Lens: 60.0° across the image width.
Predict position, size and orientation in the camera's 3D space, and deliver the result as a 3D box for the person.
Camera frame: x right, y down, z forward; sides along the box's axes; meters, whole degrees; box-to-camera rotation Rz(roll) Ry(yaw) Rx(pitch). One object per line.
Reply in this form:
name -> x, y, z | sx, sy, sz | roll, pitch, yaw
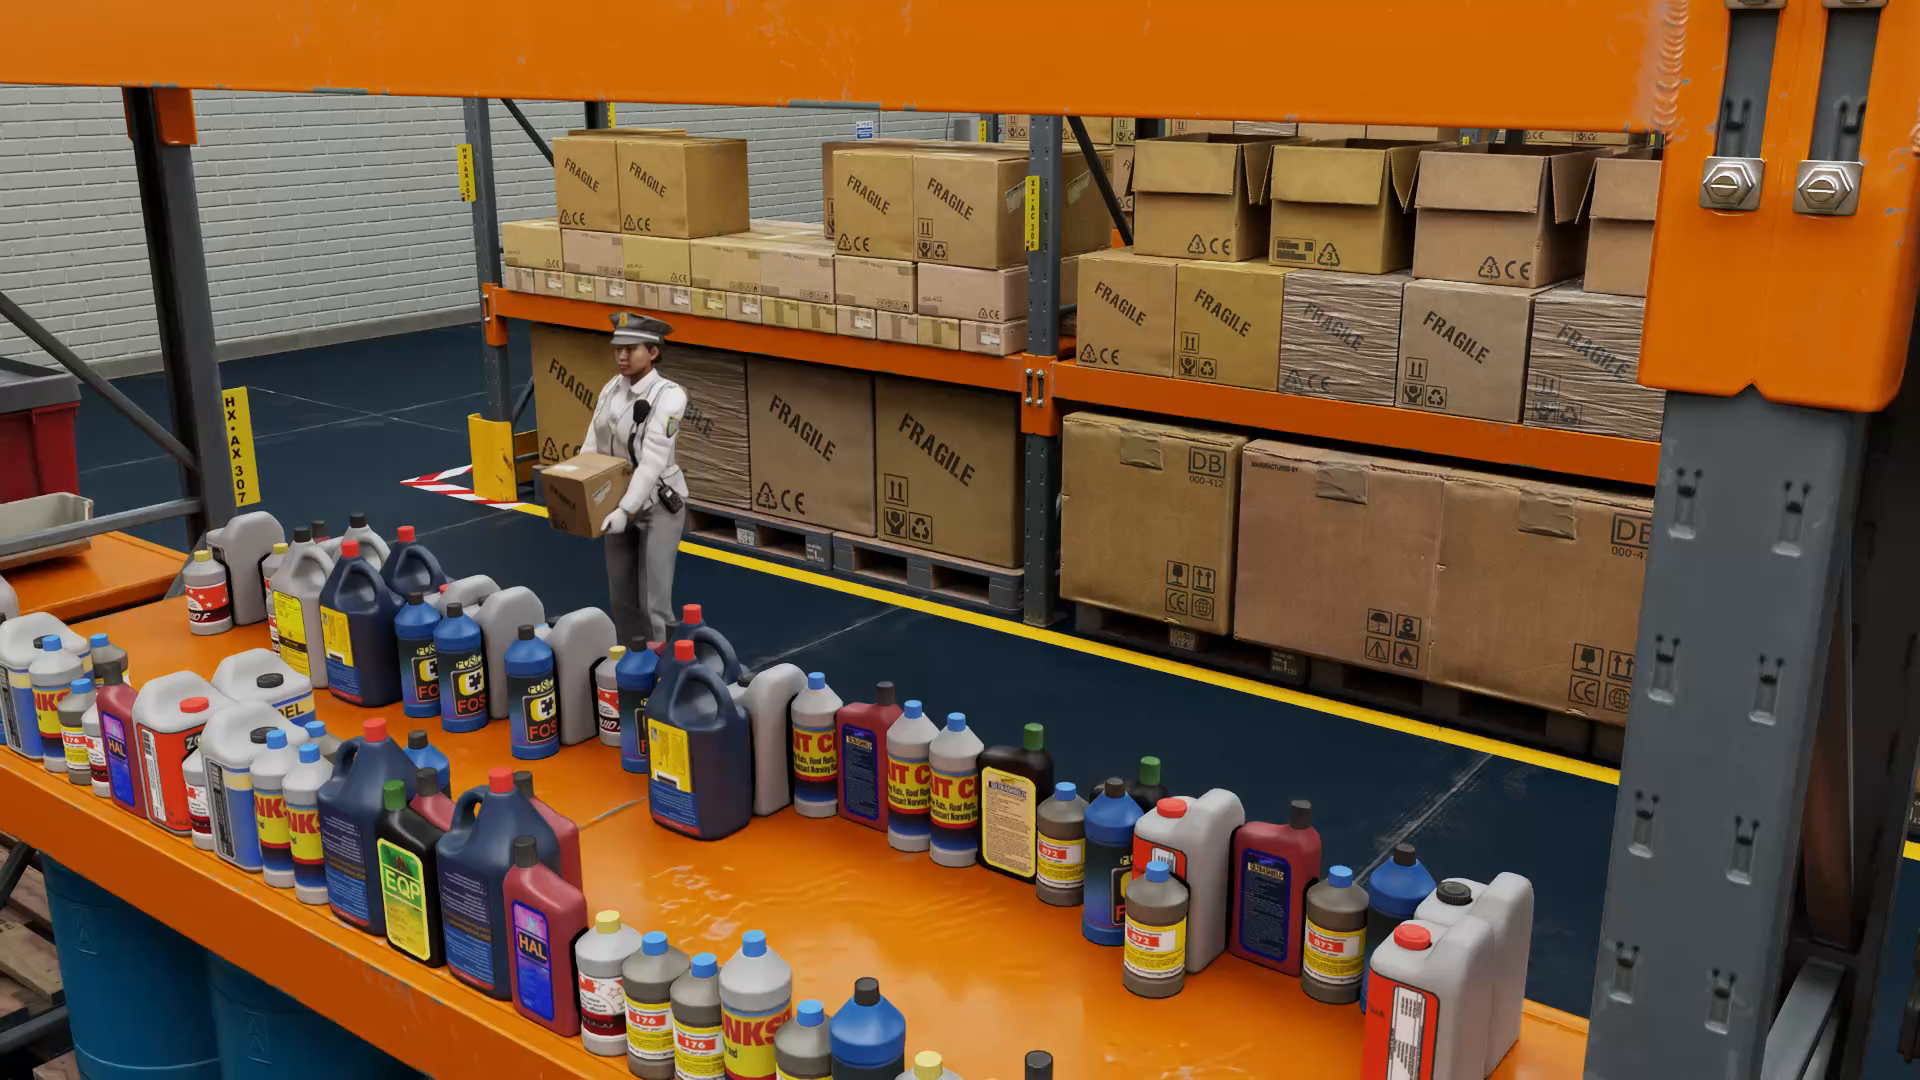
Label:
person -> -1.365, -0.092, 6.815 | 0.434, 1.691, 0.515 | 12, 20, 34
